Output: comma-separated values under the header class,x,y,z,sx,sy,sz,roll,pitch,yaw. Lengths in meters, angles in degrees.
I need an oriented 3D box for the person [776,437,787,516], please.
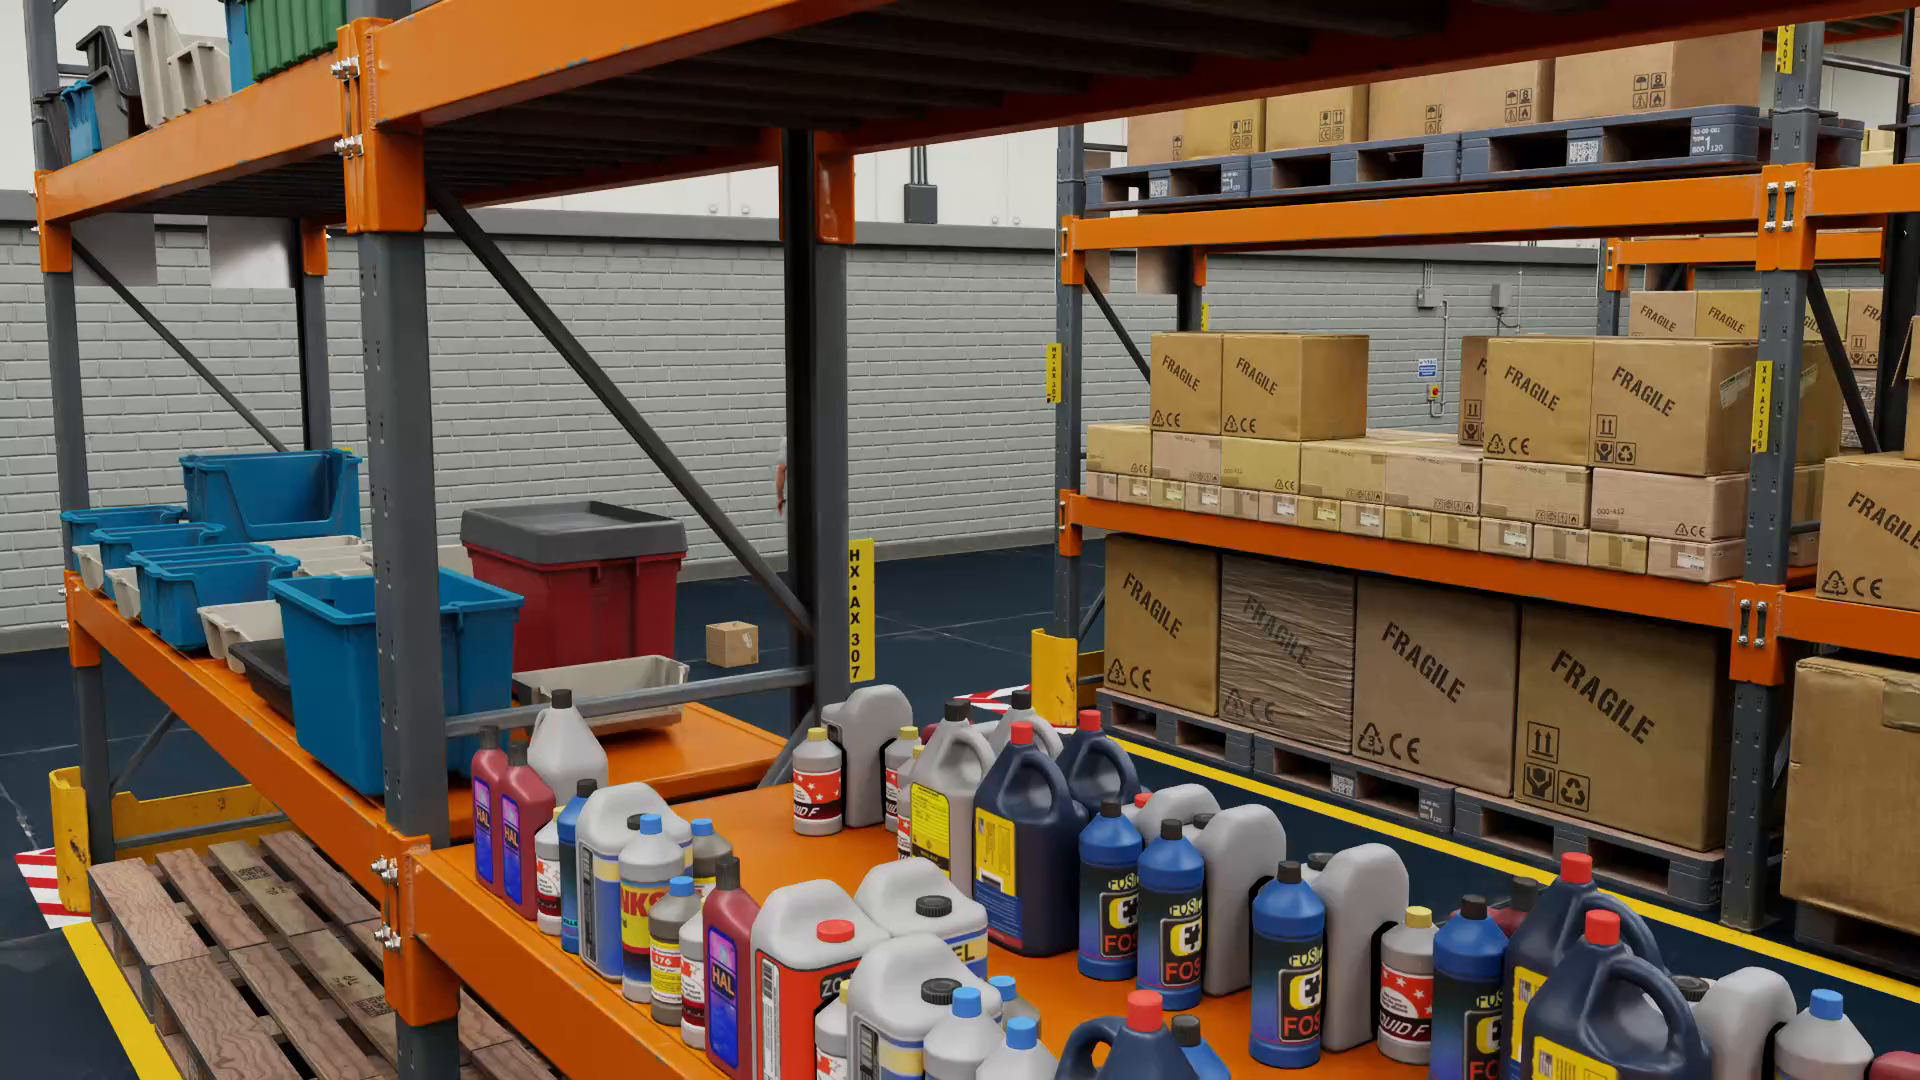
class,x,y,z,sx,sy,sz,roll,pitch,yaw
person,-1.208,-0.304,13.060,0.462,1.619,1.032,-1,8,-8
